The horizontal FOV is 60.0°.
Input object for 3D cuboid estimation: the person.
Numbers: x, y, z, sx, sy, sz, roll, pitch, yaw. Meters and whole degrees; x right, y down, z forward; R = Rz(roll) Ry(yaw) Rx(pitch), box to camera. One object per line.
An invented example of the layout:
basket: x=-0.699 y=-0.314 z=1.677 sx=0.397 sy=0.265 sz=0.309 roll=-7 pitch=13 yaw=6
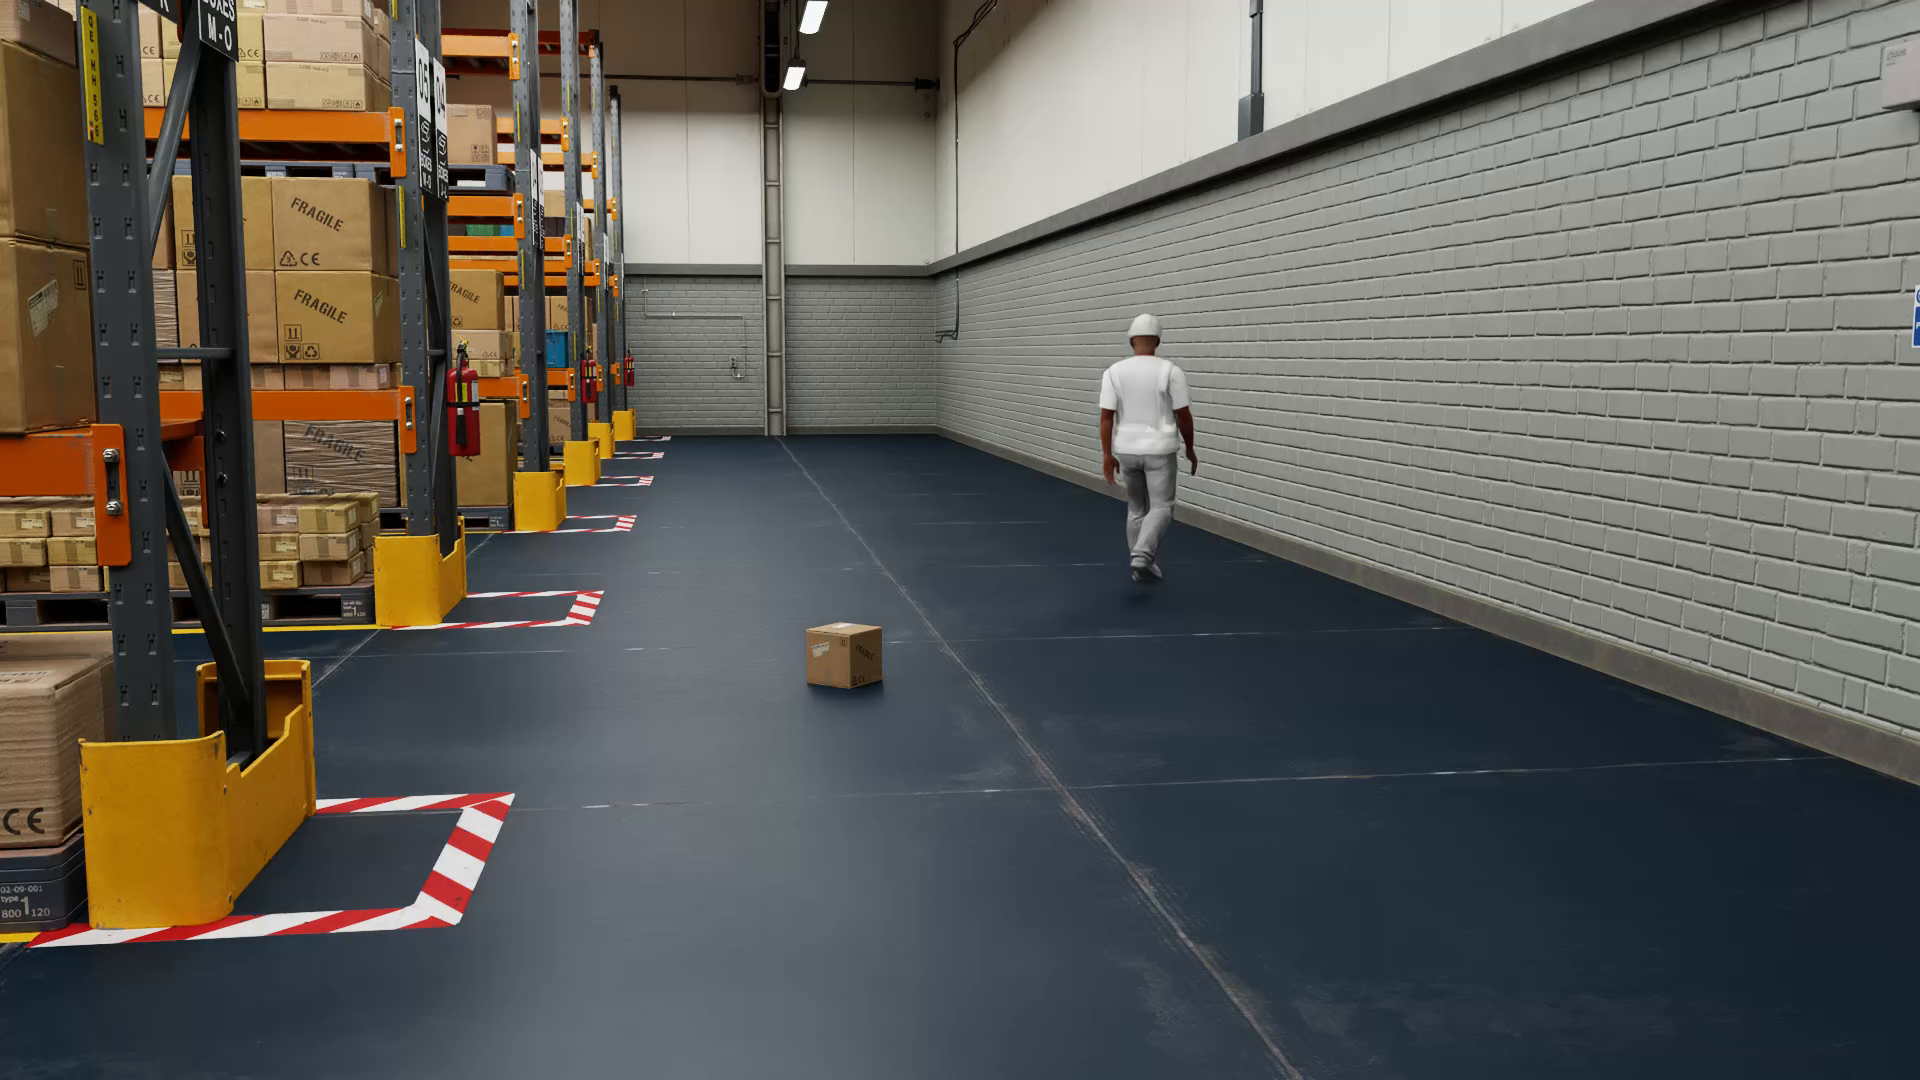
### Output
person: x=1.207 y=-0.567 z=10.648 sx=0.581 sy=1.738 sz=0.926 roll=3 pitch=7 yaw=24
